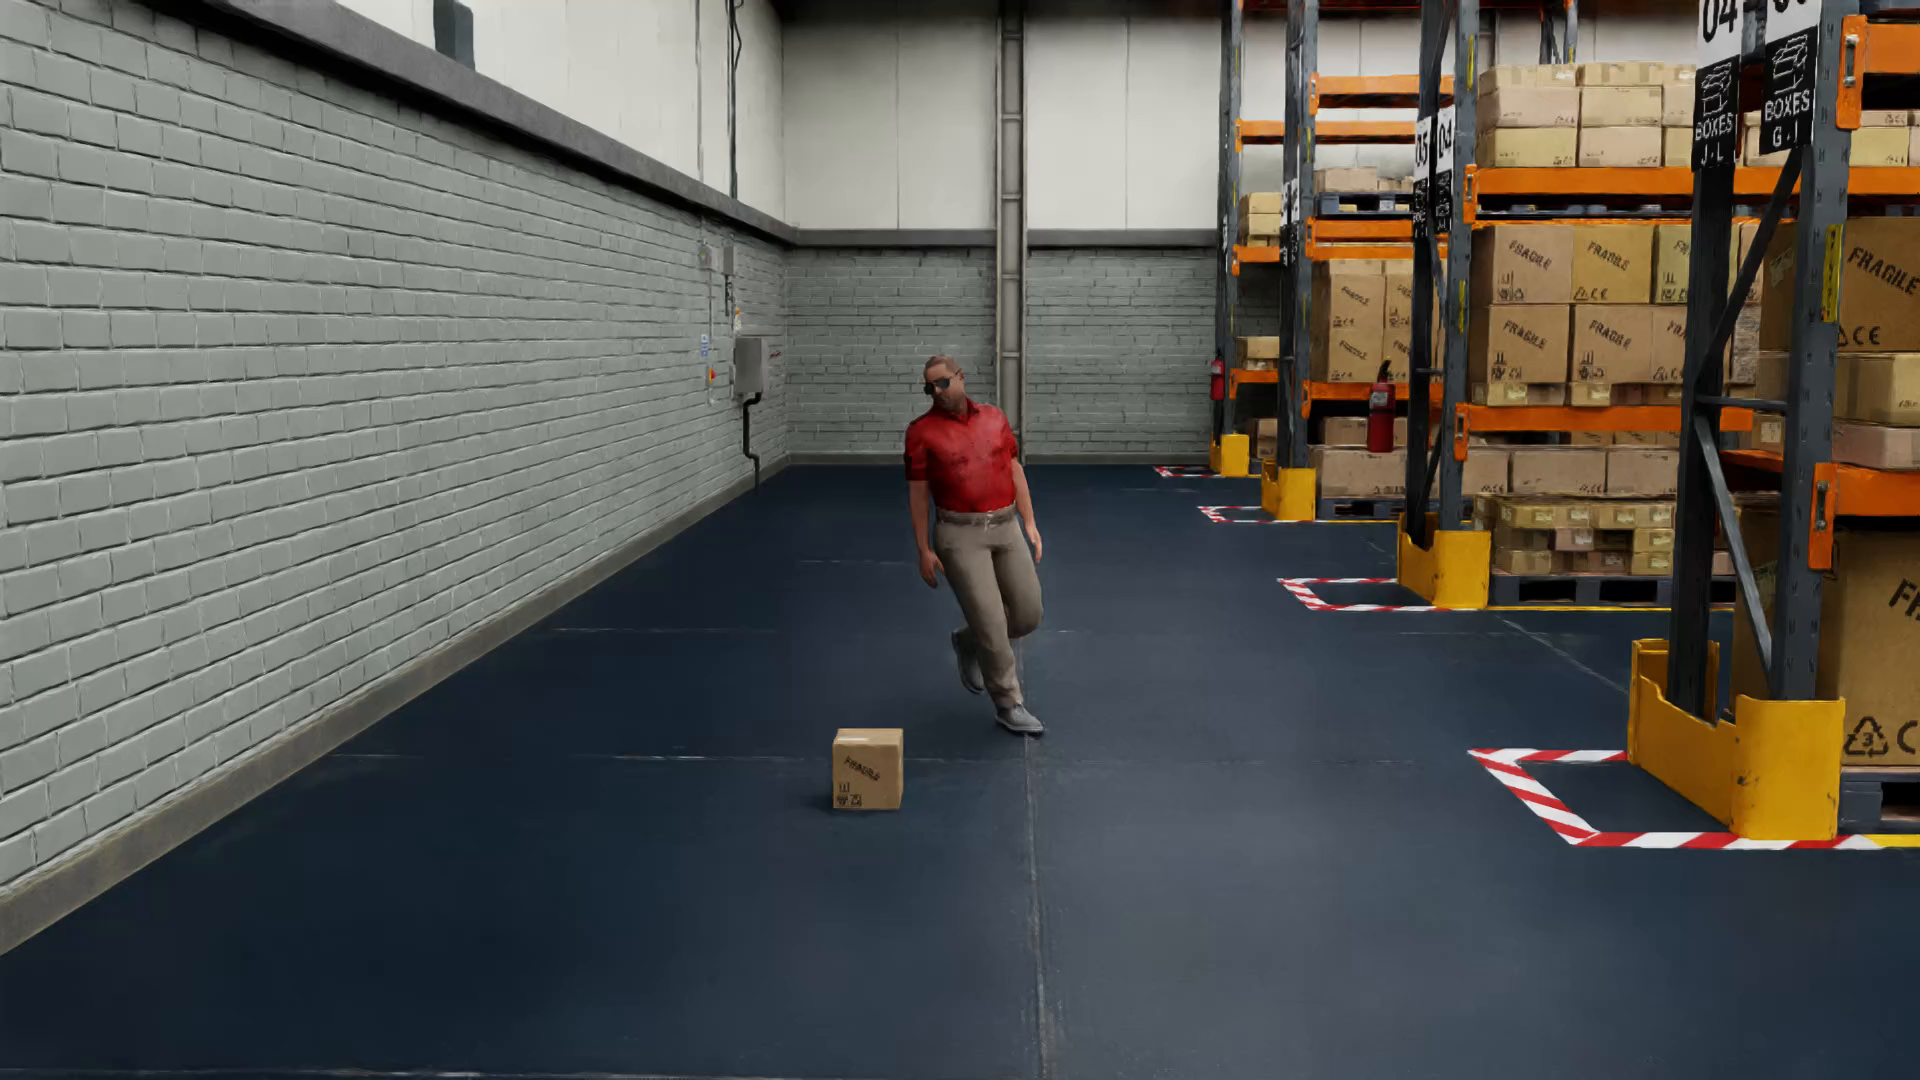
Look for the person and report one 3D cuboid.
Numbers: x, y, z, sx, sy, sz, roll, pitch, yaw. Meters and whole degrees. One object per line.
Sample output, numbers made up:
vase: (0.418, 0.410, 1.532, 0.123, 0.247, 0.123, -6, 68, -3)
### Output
person: (0.068, -0.003, 7.533, 0.609, 1.672, 0.771, -4, 8, -29)
